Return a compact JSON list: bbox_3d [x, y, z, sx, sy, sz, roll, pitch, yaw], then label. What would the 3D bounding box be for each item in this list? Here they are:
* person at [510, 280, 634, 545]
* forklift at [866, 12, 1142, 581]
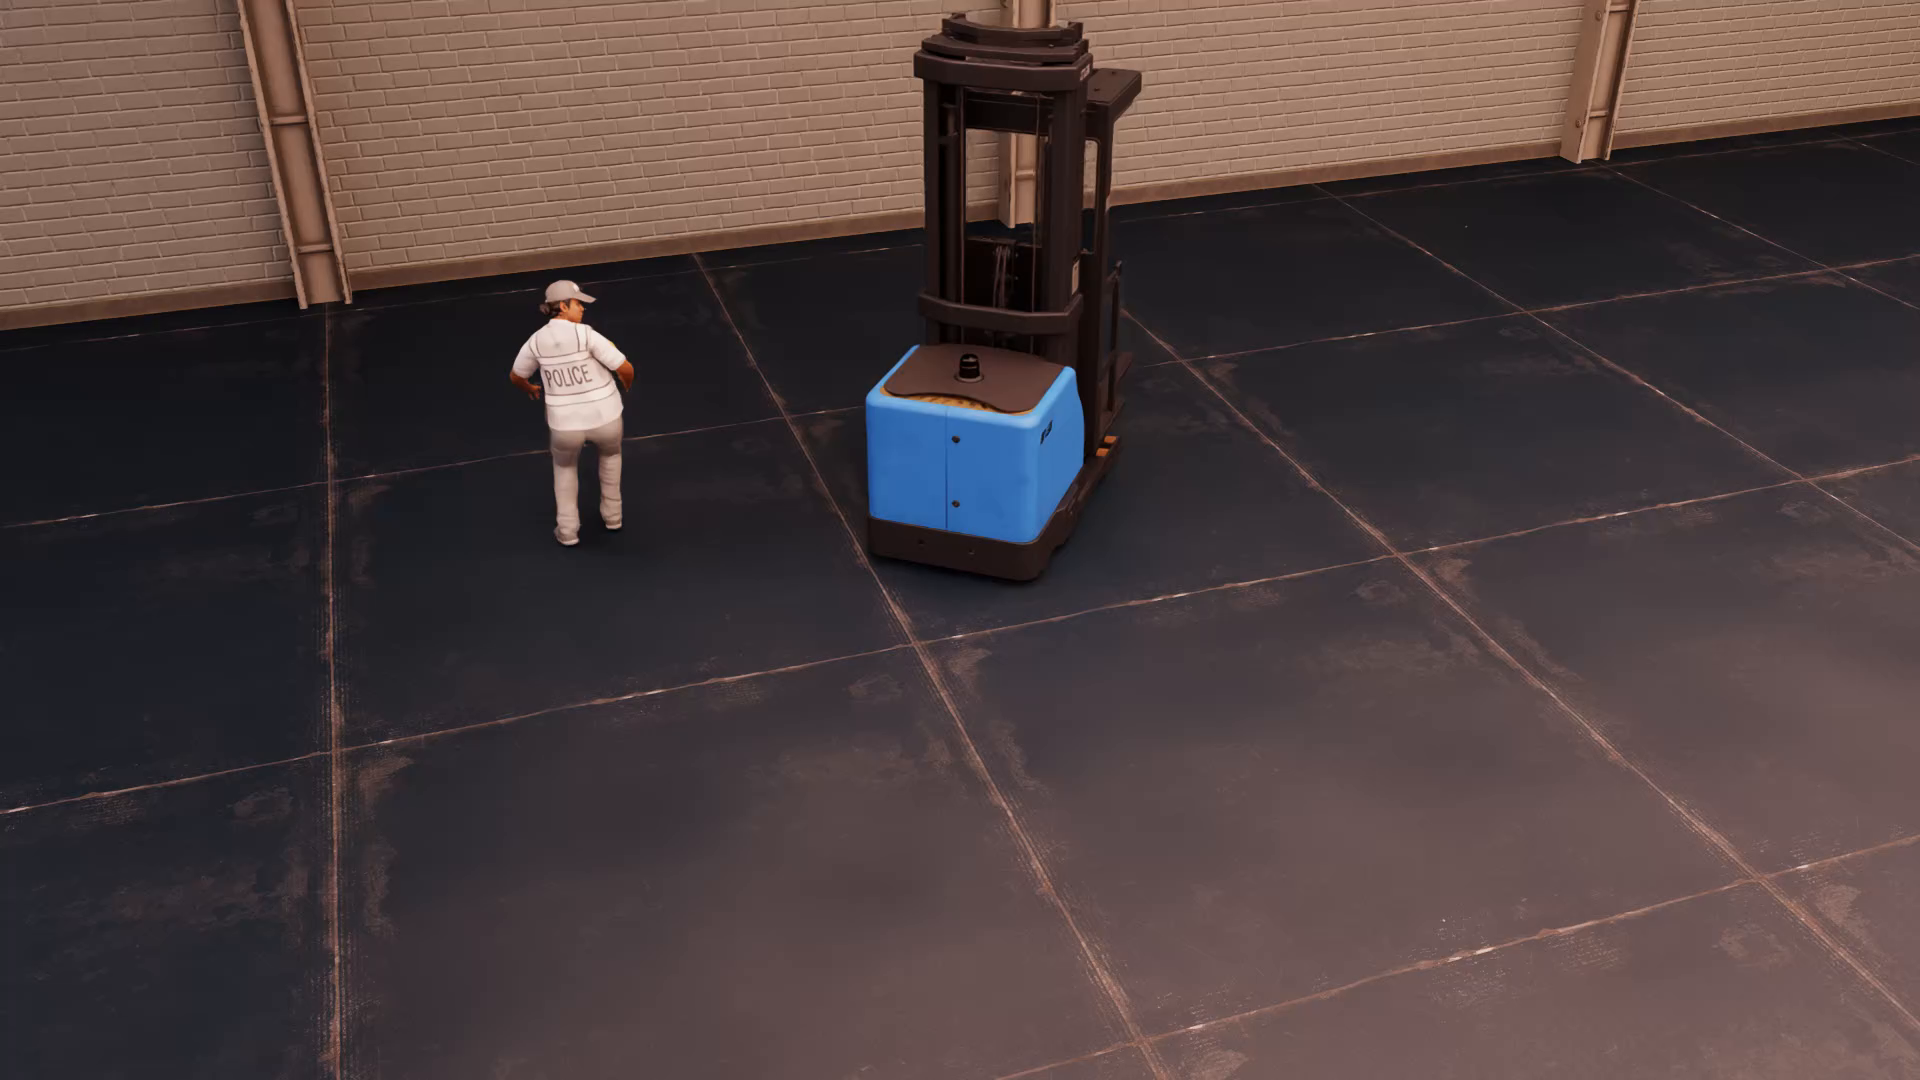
[{"bbox_3d":[-2.242,-0.741,9.749,0.720,1.619,0.597,-3,30,-5],"label":"person"},{"bbox_3d":[0.424,-1.760,10.146,1.130,2.935,3.031,10,31,17],"label":"forklift"}]
